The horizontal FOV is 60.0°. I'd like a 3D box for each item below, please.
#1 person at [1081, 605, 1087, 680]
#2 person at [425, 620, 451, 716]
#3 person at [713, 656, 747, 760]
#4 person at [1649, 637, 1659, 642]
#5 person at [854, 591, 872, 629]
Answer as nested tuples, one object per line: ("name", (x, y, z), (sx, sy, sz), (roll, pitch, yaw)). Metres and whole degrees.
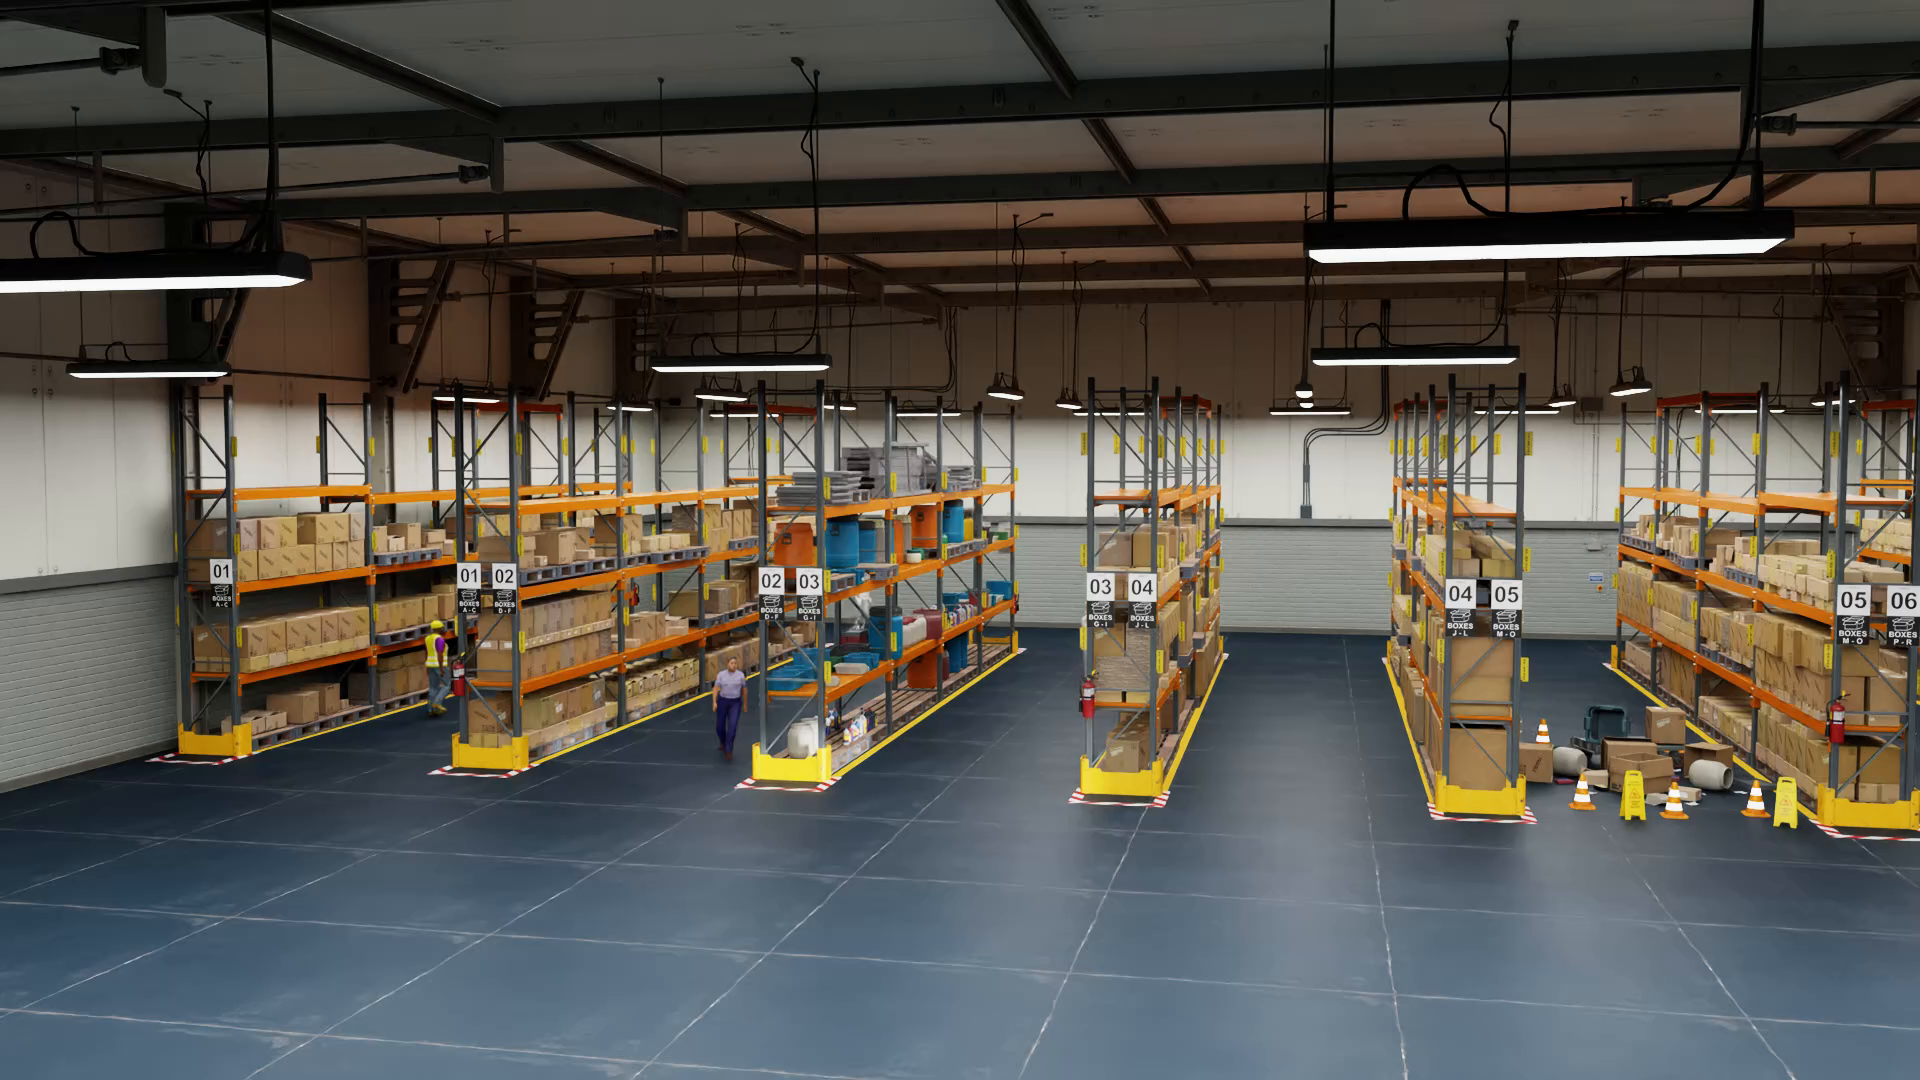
("person", (2.845, 2.169, 35.862), (0.453, 1.620, 0.863), (1, 3, 10))
("person", (-9.781, 2.378, 31.032), (0.593, 1.752, 0.481), (2, 4, 27))
("person", (-3.733, 2.693, 27.001), (0.564, 1.630, 0.808), (-1, 3, -9))
("person", (16.179, 2.015, 38.394), (0.562, 1.656, 0.458), (1, 3, 17))
("person", (-2.596, 1.606, 44.467), (0.454, 1.781, 0.595), (1, 3, 15))
